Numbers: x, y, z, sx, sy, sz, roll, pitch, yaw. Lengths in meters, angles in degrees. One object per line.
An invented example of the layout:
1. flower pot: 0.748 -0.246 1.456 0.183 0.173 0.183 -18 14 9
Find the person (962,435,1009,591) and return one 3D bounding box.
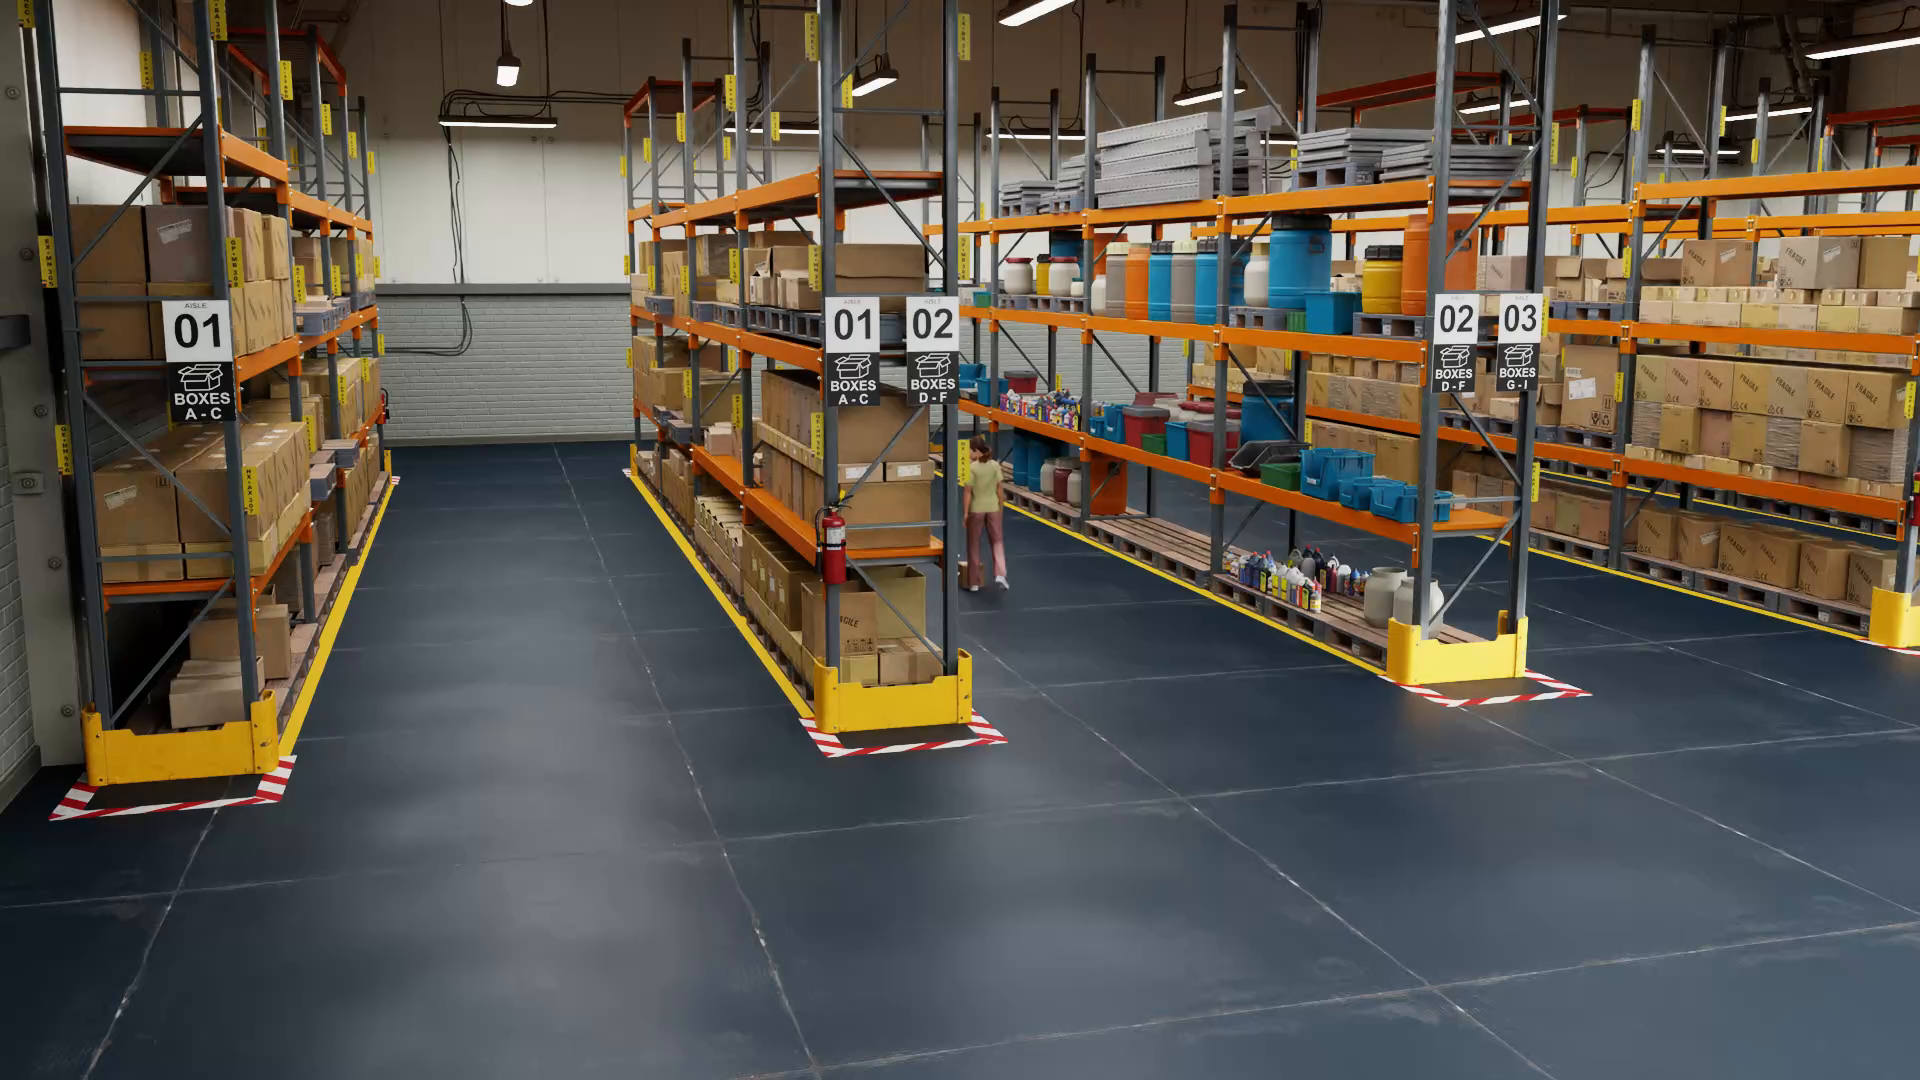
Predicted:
1. person: 0.236 -0.270 17.440 0.486 1.669 0.705 -3 10 -16
